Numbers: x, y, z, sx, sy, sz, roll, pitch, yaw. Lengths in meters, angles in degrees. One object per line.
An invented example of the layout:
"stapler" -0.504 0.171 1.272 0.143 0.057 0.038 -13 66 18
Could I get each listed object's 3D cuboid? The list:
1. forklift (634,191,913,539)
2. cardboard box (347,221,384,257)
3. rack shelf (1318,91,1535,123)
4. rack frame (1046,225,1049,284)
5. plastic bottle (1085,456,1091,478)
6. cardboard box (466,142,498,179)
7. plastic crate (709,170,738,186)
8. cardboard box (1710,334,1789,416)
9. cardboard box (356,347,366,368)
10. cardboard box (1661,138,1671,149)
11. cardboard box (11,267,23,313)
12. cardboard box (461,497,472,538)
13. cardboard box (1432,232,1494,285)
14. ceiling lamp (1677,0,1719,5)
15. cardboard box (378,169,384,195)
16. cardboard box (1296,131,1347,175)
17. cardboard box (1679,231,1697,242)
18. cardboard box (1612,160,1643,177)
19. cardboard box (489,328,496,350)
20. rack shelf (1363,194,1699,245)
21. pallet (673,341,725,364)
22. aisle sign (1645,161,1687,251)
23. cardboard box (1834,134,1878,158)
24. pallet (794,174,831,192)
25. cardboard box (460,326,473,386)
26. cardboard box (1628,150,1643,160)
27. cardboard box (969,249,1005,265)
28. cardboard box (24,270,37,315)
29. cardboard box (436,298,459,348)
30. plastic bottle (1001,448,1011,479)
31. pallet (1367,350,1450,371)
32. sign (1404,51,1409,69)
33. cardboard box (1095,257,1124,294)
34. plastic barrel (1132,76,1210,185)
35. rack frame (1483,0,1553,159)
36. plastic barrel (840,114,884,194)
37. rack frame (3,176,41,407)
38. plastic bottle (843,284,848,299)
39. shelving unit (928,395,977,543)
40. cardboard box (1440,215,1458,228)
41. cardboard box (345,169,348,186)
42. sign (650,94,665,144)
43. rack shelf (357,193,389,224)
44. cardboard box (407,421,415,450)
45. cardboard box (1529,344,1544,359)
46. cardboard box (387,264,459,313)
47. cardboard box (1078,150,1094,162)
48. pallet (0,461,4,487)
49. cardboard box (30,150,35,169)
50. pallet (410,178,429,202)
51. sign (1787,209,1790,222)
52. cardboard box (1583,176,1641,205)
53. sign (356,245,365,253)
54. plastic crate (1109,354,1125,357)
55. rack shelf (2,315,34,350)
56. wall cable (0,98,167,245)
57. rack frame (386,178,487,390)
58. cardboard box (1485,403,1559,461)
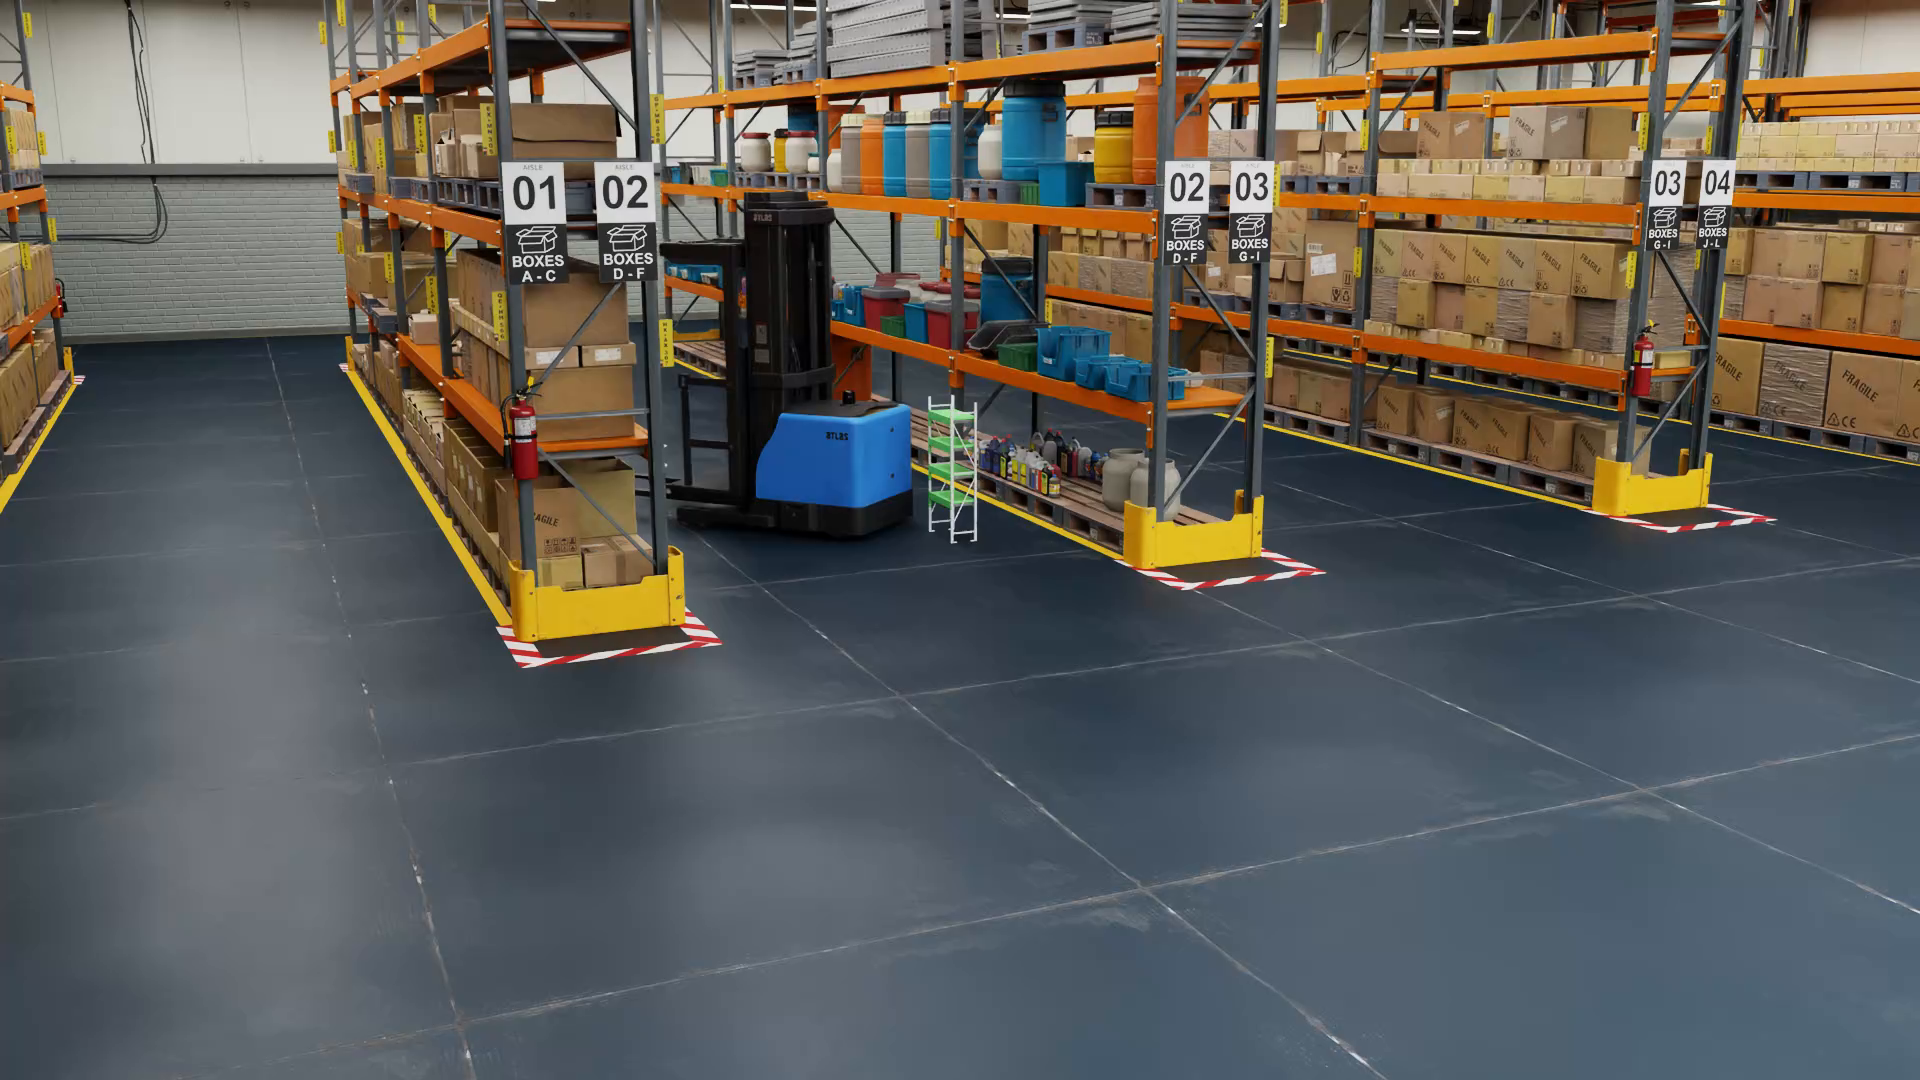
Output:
"forklift" -1.979 -1.641 14.961 3.031 2.935 1.130 6 14 25
"cardboard box" -8.607 -4.368 24.153 0.500 0.500 0.500 -5 14 -22
"rack shelf" 7.111 -6.618 25.490 1.077 0.370 4.000 -6 14 -23
"rack frame" 1.725 -4.227 25.980 1.000 3.000 0.127 -6 14 -23
"plastic bottle" 1.254 -0.708 16.008 0.097 0.201 0.097 0 13 0
"cardboard box" -3.249 -2.729 11.946 0.500 0.250 0.500 -6 14 -23
"plastic crate" -3.470 -5.318 24.416 0.416 0.233 0.300 -6 14 -23
"cardboard box" 9.703 -2.034 20.287 0.875 0.875 0.875 -5 14 -22
"cardboard box" -8.597 -2.689 24.459 0.500 0.250 0.500 -6 14 -23
"cardboard box" 11.436 -6.348 27.340 0.500 0.500 0.500 -5 14 -22
"cardboard box" -11.261 -2.911 19.368 0.500 0.500 0.500 -6 14 -23
"cardboard box" -3.850 -0.214 13.810 0.500 0.250 0.500 -6 14 -23
"cardboard box" 5.278 -2.932 17.288 0.500 0.500 0.500 -6 14 -23
"ceiling lamp" 13.674 -10.966 28.847 0.800 3.185 2.000 -6 14 -23
"cardboard box" -6.161 -4.209 19.029 0.910 0.500 0.500 -6 14 -23
"cardboard box" 4.454 -4.591 19.740 0.797 0.503 0.637 -5 14 -21
"cardboard box" 9.310 -3.639 21.001 0.700 0.500 0.500 -6 14 -24
"cardboard box" 6.135 -3.359 15.028 0.380 0.149 0.250 -6 14 -23
"cardboard box" -3.394 -1.547 12.743 0.380 0.149 0.250 -5 14 -21
"rack shelf" 5.731 -3.272 16.796 1.077 0.370 4.000 -6 14 -23
"pallet" -4.121 -3.073 27.181 1.003 0.211 1.213 -6 14 -23
"aisle sign" 6.282 -2.974 14.802 0.394 0.787 0.004 -6 14 -23
"cardboard box" 10.064 -4.348 18.373 0.500 0.250 0.500 -5 14 -22
"pallet" -1.428 -4.489 20.880 1.003 0.211 1.213 -6 14 -23
"cardboard box" -3.965 -1.637 14.571 0.700 0.500 0.500 -6 14 -24
"cardboard box" 8.819 -4.878 21.320 0.500 0.250 0.500 -6 14 -23
"cardboard box" 0.480 -4.790 28.089 0.500 0.250 0.500 -6 14 -25
"cardboard box" -12.093 -3.144 20.637 0.980 0.700 0.700 -5 14 -22
"cardboard box" -5.064 -2.210 17.044 0.500 0.500 0.500 -6 15 -26
"plastic bottle" 0.438 -0.736 15.948 0.061 0.283 0.133 -5 14 -20
"pallet" 7.116 -2.882 26.355 1.003 0.211 1.213 -6 14 -23
"sign" 8.692 -9.354 32.407 0.100 0.325 0.005 -6 14 -23
"cardboard box" 2.294 -3.844 24.106 0.500 0.500 0.500 -5 14 -22
"plastic barrel" 1.683 -3.264 13.285 0.600 0.830 0.708 -6 14 -23
"rack frame" 7.912 -6.750 23.578 1.000 3.000 0.127 -6 14 -23
"plastic barrel" -1.081 -4.469 19.264 0.600 0.901 0.600 0 13 0
"rack frame" -11.891 -2.885 20.181 1.000 3.000 0.127 -6 14 -23
"plastic bottle" -1.509 -3.258 22.051 0.061 0.283 0.133 -6 14 -23
"shelving unit" -0.066 -0.619 14.382 0.258 1.200 0.503 -6 14 -23
"cardboard box" 9.561 -6.147 31.839 0.500 0.500 0.500 -6 14 -23
"cardboard box" -8.386 -5.108 23.468 0.500 0.250 0.500 -6 14 -23
"sign" -2.035 -2.828 11.171 0.100 0.325 0.005 -6 14 -23
"rack shelf" -6.552 -4.030 20.075 1.077 0.370 4.000 -6 14 -23
"cardboard box" -5.608 -1.133 17.779 0.500 0.250 0.500 -6 14 -25
"cardboard box" 5.834 -1.872 16.365 0.380 0.149 0.250 -6 14 -23
"cardboard box" -6.107 -2.880 19.006 0.700 0.500 0.500 -12 18 -42
"cardboard box" 2.082 -5.614 24.590 0.500 0.311 0.500 -6 14 -25
"pallet" -9.977 -0.538 16.226 1.003 0.211 1.213 -6 14 -23
"cardboard box" -12.747 -5.118 22.357 0.500 0.250 0.500 -6 14 -25
"pallet" -4.947 -3.513 16.661 1.003 0.211 1.213 -5 14 -20
"sign" 15.859 -6.186 31.877 0.100 0.325 0.005 -6 14 -23
"cardboard box" 6.106 -3.212 15.278 0.500 0.250 0.500 -5 14 -22
"sign" -7.847 -3.704 21.801 0.100 0.325 0.005 -6 14 -23
"plastic crate" 1.274 -1.685 15.585 0.530 0.136 0.437 -6 14 -23
"rack shelf" -11.090 -2.121 18.476 1.077 0.370 4.000 -6 14 -23
"wall cable" -15.431 -6.322 28.613 3.097 2.526 0.112 -6 14 -23
"rack frame" -5.751 -2.506 18.546 1.000 3.000 0.127 -6 14 -23
"cardboard box" 5.793 -1.116 17.153 0.500 0.500 0.500 -4 14 -18
